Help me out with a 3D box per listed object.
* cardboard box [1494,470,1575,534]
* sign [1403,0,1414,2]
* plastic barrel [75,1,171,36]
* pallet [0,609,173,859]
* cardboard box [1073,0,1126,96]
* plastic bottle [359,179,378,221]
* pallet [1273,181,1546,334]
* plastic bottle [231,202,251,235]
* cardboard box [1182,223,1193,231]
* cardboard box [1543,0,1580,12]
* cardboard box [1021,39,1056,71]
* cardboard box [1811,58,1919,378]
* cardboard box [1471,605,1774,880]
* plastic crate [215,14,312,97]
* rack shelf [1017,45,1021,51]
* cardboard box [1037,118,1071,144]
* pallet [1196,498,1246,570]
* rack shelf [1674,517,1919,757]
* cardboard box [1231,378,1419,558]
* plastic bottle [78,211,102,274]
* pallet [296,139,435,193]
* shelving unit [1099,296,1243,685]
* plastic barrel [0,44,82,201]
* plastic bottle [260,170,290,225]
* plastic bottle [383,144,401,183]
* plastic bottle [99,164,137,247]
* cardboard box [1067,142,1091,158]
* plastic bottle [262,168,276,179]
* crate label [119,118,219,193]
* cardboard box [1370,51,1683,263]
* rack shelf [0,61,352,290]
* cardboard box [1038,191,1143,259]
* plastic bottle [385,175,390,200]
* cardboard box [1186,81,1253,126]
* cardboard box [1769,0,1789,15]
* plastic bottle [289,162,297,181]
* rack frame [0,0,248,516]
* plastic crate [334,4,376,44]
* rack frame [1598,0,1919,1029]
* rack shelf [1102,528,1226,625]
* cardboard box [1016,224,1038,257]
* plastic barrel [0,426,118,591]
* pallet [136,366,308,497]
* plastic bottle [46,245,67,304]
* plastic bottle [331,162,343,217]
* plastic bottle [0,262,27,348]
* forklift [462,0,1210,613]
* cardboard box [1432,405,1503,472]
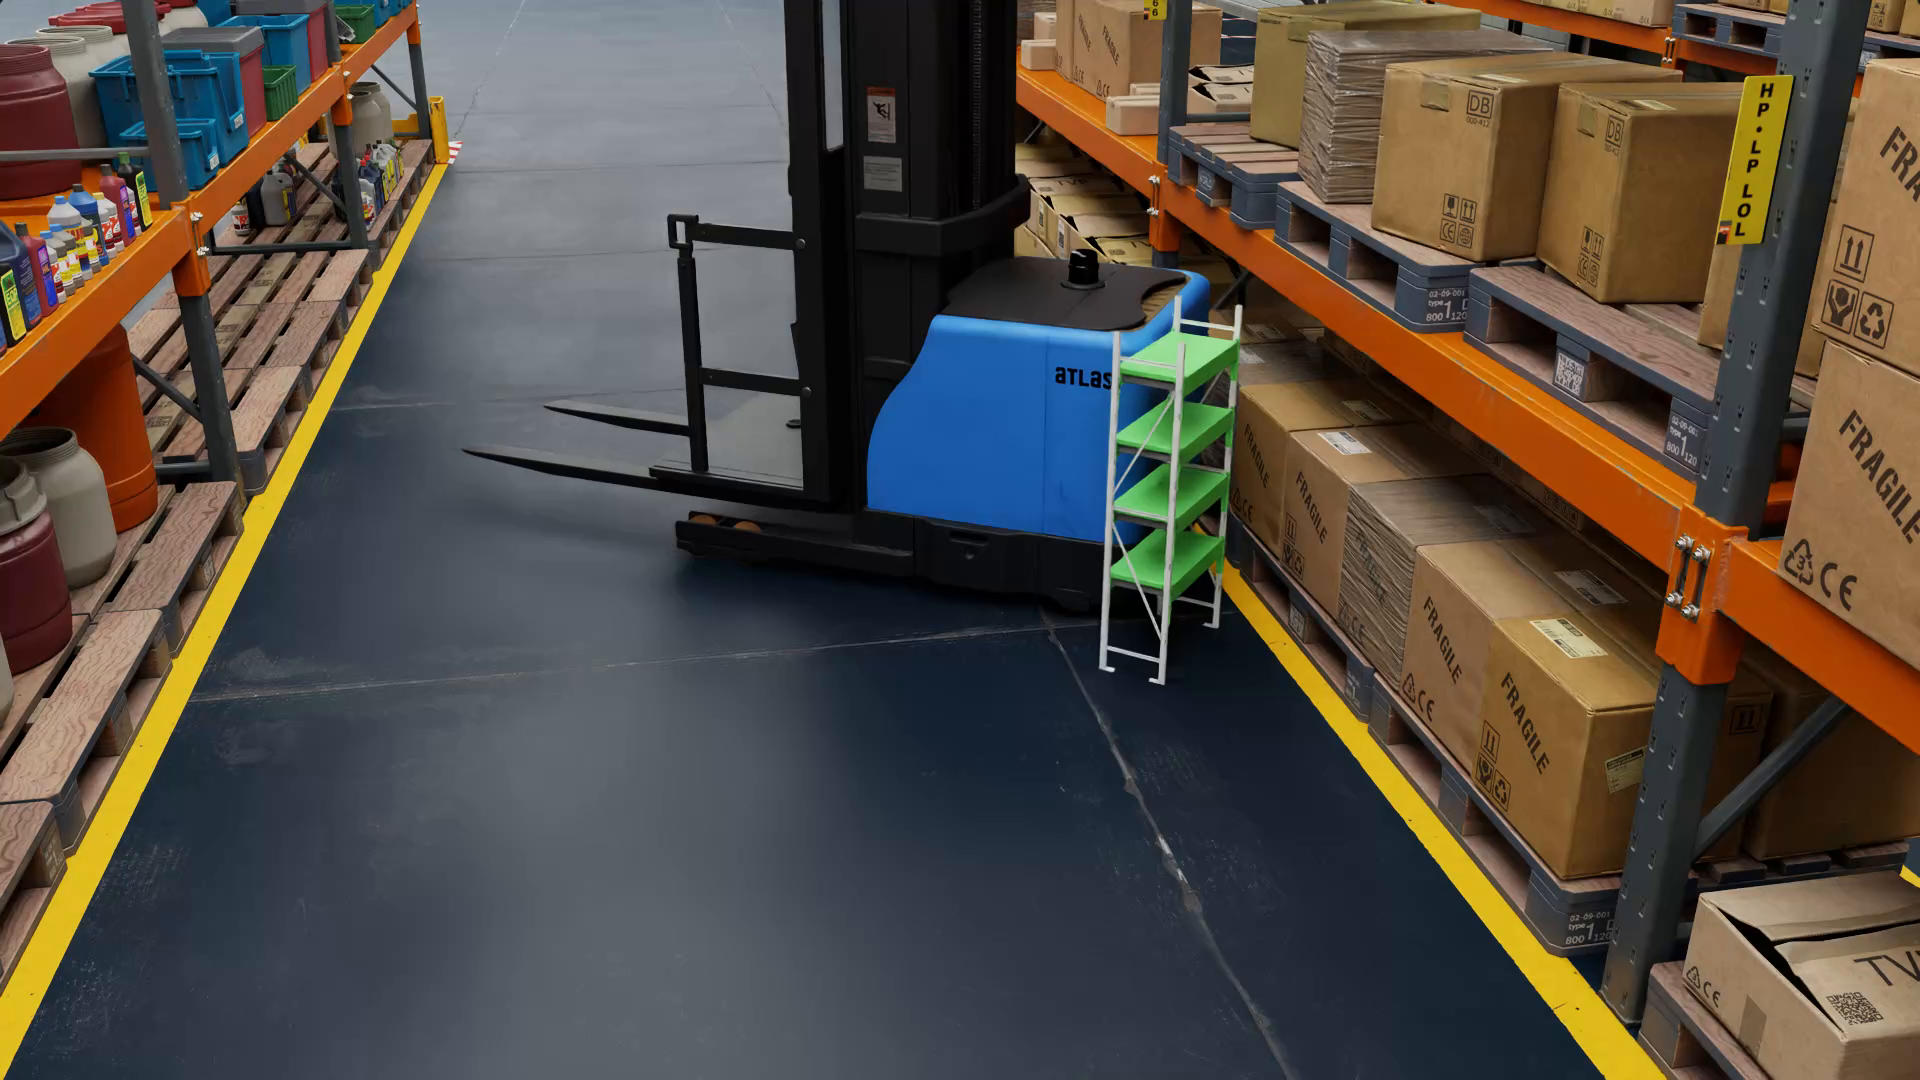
[{"bbox_3d":[2.050,0.079,5.396,0.500,0.500,0.500,-4,24,-9],"label":"cardboard box"},{"bbox_3d":[1.886,-2.362,7.064,0.100,0.325,0.005,-4,24,-10],"label":"sign"},{"bbox_3d":[-4.156,-2.414,8.359,0.433,0.535,0.433,0,24,0],"label":"plastic barrel"},{"bbox_3d":[-3.105,0.605,5.102,1.003,0.211,1.213,-4,24,-10],"label":"pallet"},{"bbox_3d":[0.931,-2.736,9.142,0.500,0.500,0.500,-4,24,-10],"label":"cardboard box"},{"bbox_3d":[-3.968,-2.269,11.050,0.152,0.276,0.135,-3,24,-8],"label":"plastic bottle"},{"bbox_3d":[1.719,-0.972,5.467,1.003,0.211,1.213,-4,24,-10],"label":"pallet"},{"bbox_3d":[-4.627,-2.071,10.692,0.097,0.201,0.097,0,24,0],"label":"plastic bottle"},{"bbox_3d":[1.349,-1.648,8.986,0.500,0.311,0.500,-5,24,-11],"label":"cardboard box"},{"bbox_3d":[4.905,-4.263,12.926,0.500,0.250,0.500,-4,24,-10],"label":"cardboard box"},{"bbox_3d":[0.578,-2.919,9.999,0.380,0.149,0.250,-4,24,-10],"label":"cardboard box"},{"bbox_3d":[1.905,-0.549,2.885,0.500,0.500,0.500,-4,24,-8],"label":"cardboard box"},{"bbox_3d":[1.722,0.520,4.385,0.500,0.500,0.500,-4,24,-10],"label":"cardboard box"},{"bbox_3d":[-3.744,-2.614,9.008,0.392,0.384,0.575,-4,24,-10],"label":"plastic crate"},{"bbox_3d":[0.245,-3.855,12.727,1.077,0.370,4.000,-4,24,-10],"label":"rack shelf"},{"bbox_3d":[0.837,-2.879,11.568,0.500,0.500,0.500,-4,24,-10],"label":"cardboard box"},{"bbox_3d":[1.456,-0.250,7.058,1.003,0.211,1.213,-4,24,-10],"label":"pallet"},{"bbox_3d":[2.464,0.865,1.919,1.077,0.370,4.000,-4,24,-10],"label":"rack shelf"},{"bbox_3d":[1.348,-0.277,6.210,0.500,0.500,0.500,-5,24,-10],"label":"cardboard box"},{"bbox_3d":[-2.920,-0.988,5.513,0.097,0.201,0.097,0,24,0],"label":"plastic bottle"},{"bbox_3d":[-4.788,-2.982,13.313,1.003,0.211,1.213,-4,24,-10],"label":"pallet"},{"bbox_3d":[0.712,-0.170,5.639,0.258,1.200,0.503,13,27,27],"label":"shelving unit"},{"bbox_3d":[-3.897,-1.682,6.682,0.600,0.536,0.708,-4,24,-10],"label":"plastic barrel"},{"bbox_3d":[-4.514,-2.263,10.943,0.144,0.351,0.185,-4,24,-10],"label":"plastic bottle"},{"bbox_3d":[-4.203,-2.768,12.194,0.152,0.276,0.135,-4,24,-9],"label":"plastic bottle"},{"bbox_3d":[-2.977,-1.187,5.867,0.061,0.283,0.133,-4,24,-10],"label":"plastic bottle"},{"bbox_3d":[0.972,-2.449,10.819,0.500,0.311,0.500,-4,24,-10],"label":"cardboard box"},{"bbox_3d":[-4.751,-2.455,11.383,0.144,0.351,0.185,-4,24,-10],"label":"plastic bottle"},{"bbox_3d":[-3.223,-1.576,6.820,0.303,0.233,0.416,-4,24,-10],"label":"crate label"},{"bbox_3d":[1.707,-1.180,5.053,0.700,0.500,0.500,-11,26,-23],"label":"cardboard box"},{"bbox_3d":[-3.884,-1.916,8.288,1.077,0.370,4.000,-4,24,-10],"label":"rack shelf"},{"bbox_3d":[0.732,-1.801,9.337,0.500,0.311,0.500,-4,24,-8],"label":"cardboard box"},{"bbox_3d":[-4.059,-2.487,11.644,0.097,0.201,0.097,0,24,0],"label":"plastic bottle"},{"bbox_3d":[1.331,-1.930,7.532,0.500,0.311,0.500,-3,24,-6],"label":"cardboard box"},{"bbox_3d":[5.640,-3.590,10.548,0.700,0.500,0.500,-2,24,-4],"label":"cardboard box"},{"bbox_3d":[-4.945,-2.748,12.241,0.097,0.201,0.097,0,24,0],"label":"plastic bottle"},{"bbox_3d":[-3.514,-1.459,6.343,1.000,3.000,0.127,-4,24,-10],"label":"rack frame"},{"bbox_3d":[-4.227,-3.490,11.258,0.450,0.188,0.662,-4,24,-10],"label":"plastic crate"},{"bbox_3d":[2.095,-0.251,3.577,1.000,3.000,0.127,-4,24,-10],"label":"rack frame"},{"bbox_3d":[0.711,0.108,5.761,0.258,0.148,0.480,13,27,27],"label":"rack shelf"},{"bbox_3d":[0.638,-1.748,9.916,0.500,0.250,0.500,-5,24,-11],"label":"cardboard box"},{"bbox_3d":[-3.214,-0.105,5.826,0.421,0.512,0.421,0,24,0],"label":"plastic barrel"},{"bbox_3d":[-3.619,-0.489,7.606,1.003,0.211,1.213,-4,24,-10],"label":"pallet"},{"bbox_3d":[-2.848,-0.835,5.162,0.097,0.201,0.097,0,24,0],"label":"plastic bottle"},{"bbox_3d":[-4.137,-2.358,11.161,0.144,0.351,0.185,-4,24,-10],"label":"plastic bottle"},{"bbox_3d":[-2.749,-0.703,4.758,0.061,0.283,0.133,-4,24,-10],"label":"plastic bottle"},{"bbox_3d":[-0.588,-1.433,6.369,3.031,2.935,1.130,9,25,19],"label":"forklift"},{"bbox_3d":[1.966,-0.450,5.668,0.500,0.250,0.500,-5,24,-11],"label":"cardboard box"}]
